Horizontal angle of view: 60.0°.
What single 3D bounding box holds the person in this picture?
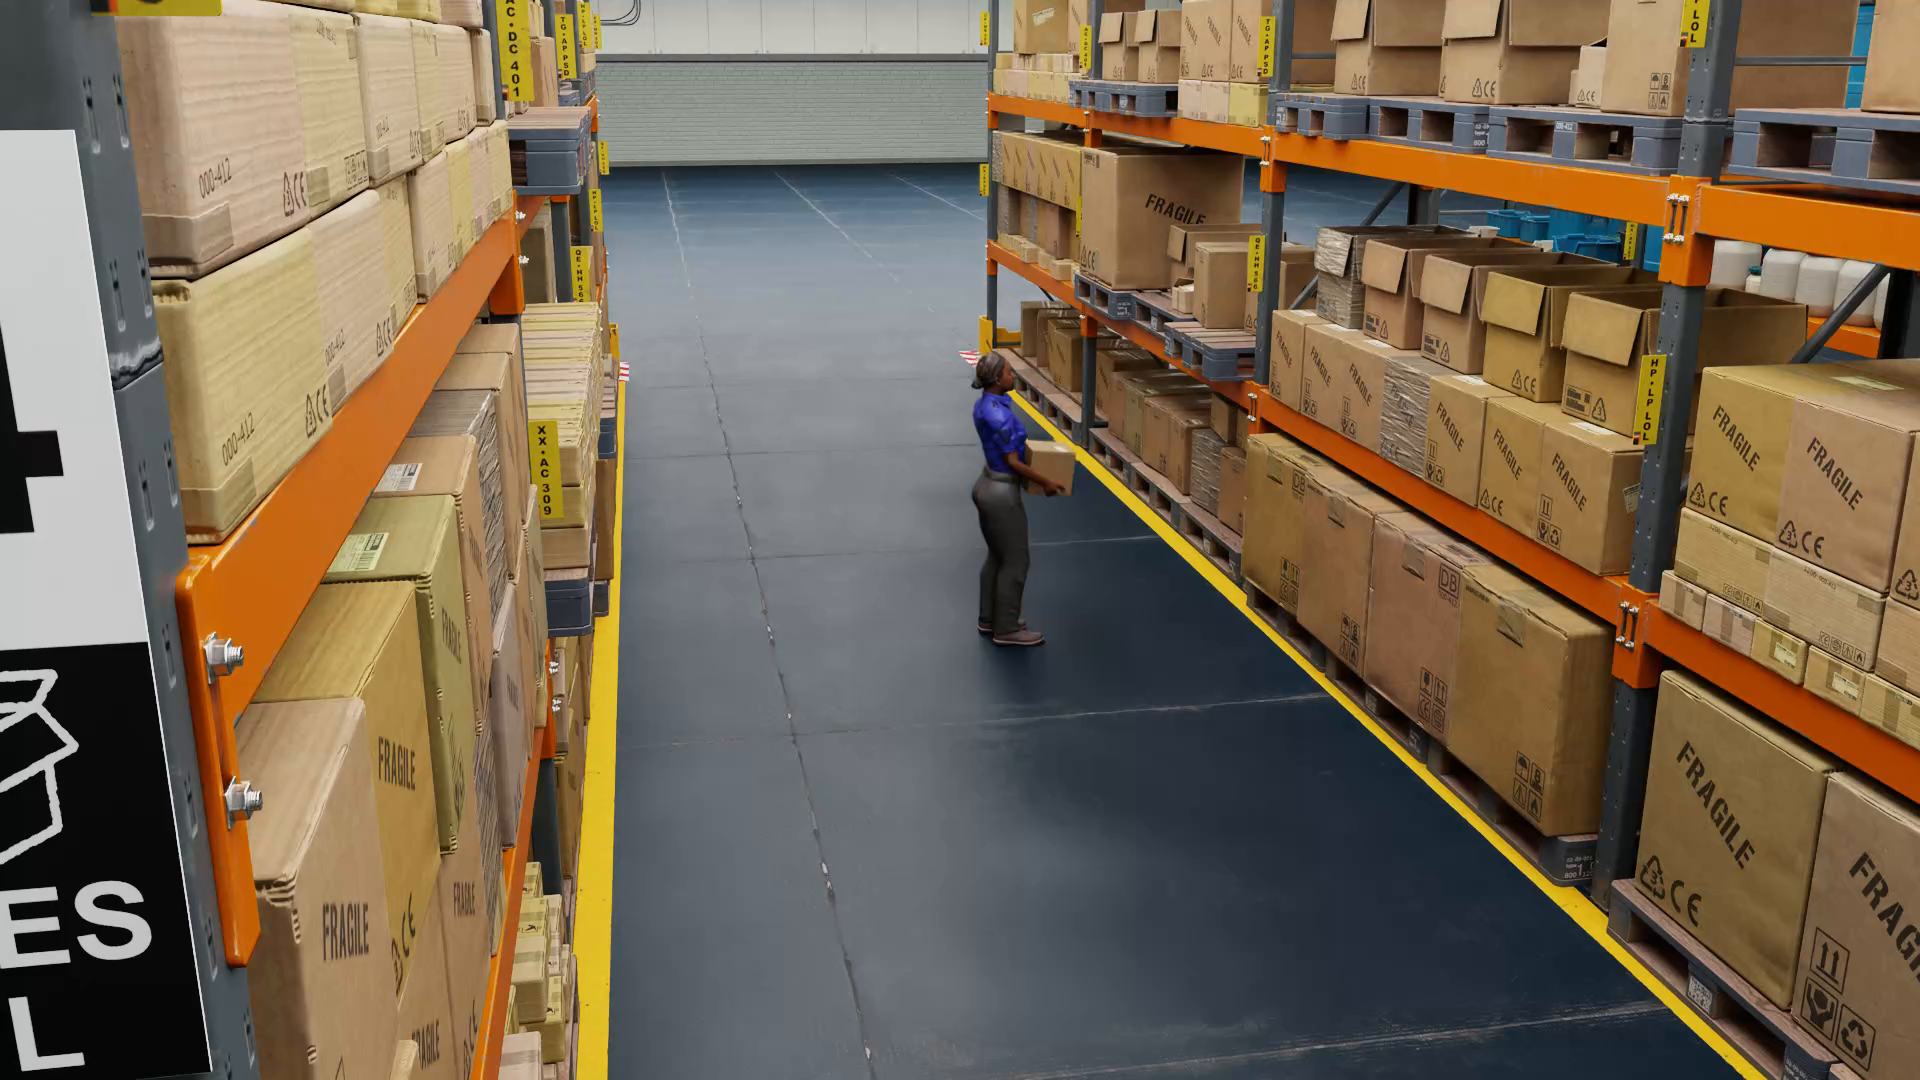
[{"bbox_3d":[0.313,-0.235,9.347,0.508,1.651,0.455,-3,17,-11],"label":"person"}]
